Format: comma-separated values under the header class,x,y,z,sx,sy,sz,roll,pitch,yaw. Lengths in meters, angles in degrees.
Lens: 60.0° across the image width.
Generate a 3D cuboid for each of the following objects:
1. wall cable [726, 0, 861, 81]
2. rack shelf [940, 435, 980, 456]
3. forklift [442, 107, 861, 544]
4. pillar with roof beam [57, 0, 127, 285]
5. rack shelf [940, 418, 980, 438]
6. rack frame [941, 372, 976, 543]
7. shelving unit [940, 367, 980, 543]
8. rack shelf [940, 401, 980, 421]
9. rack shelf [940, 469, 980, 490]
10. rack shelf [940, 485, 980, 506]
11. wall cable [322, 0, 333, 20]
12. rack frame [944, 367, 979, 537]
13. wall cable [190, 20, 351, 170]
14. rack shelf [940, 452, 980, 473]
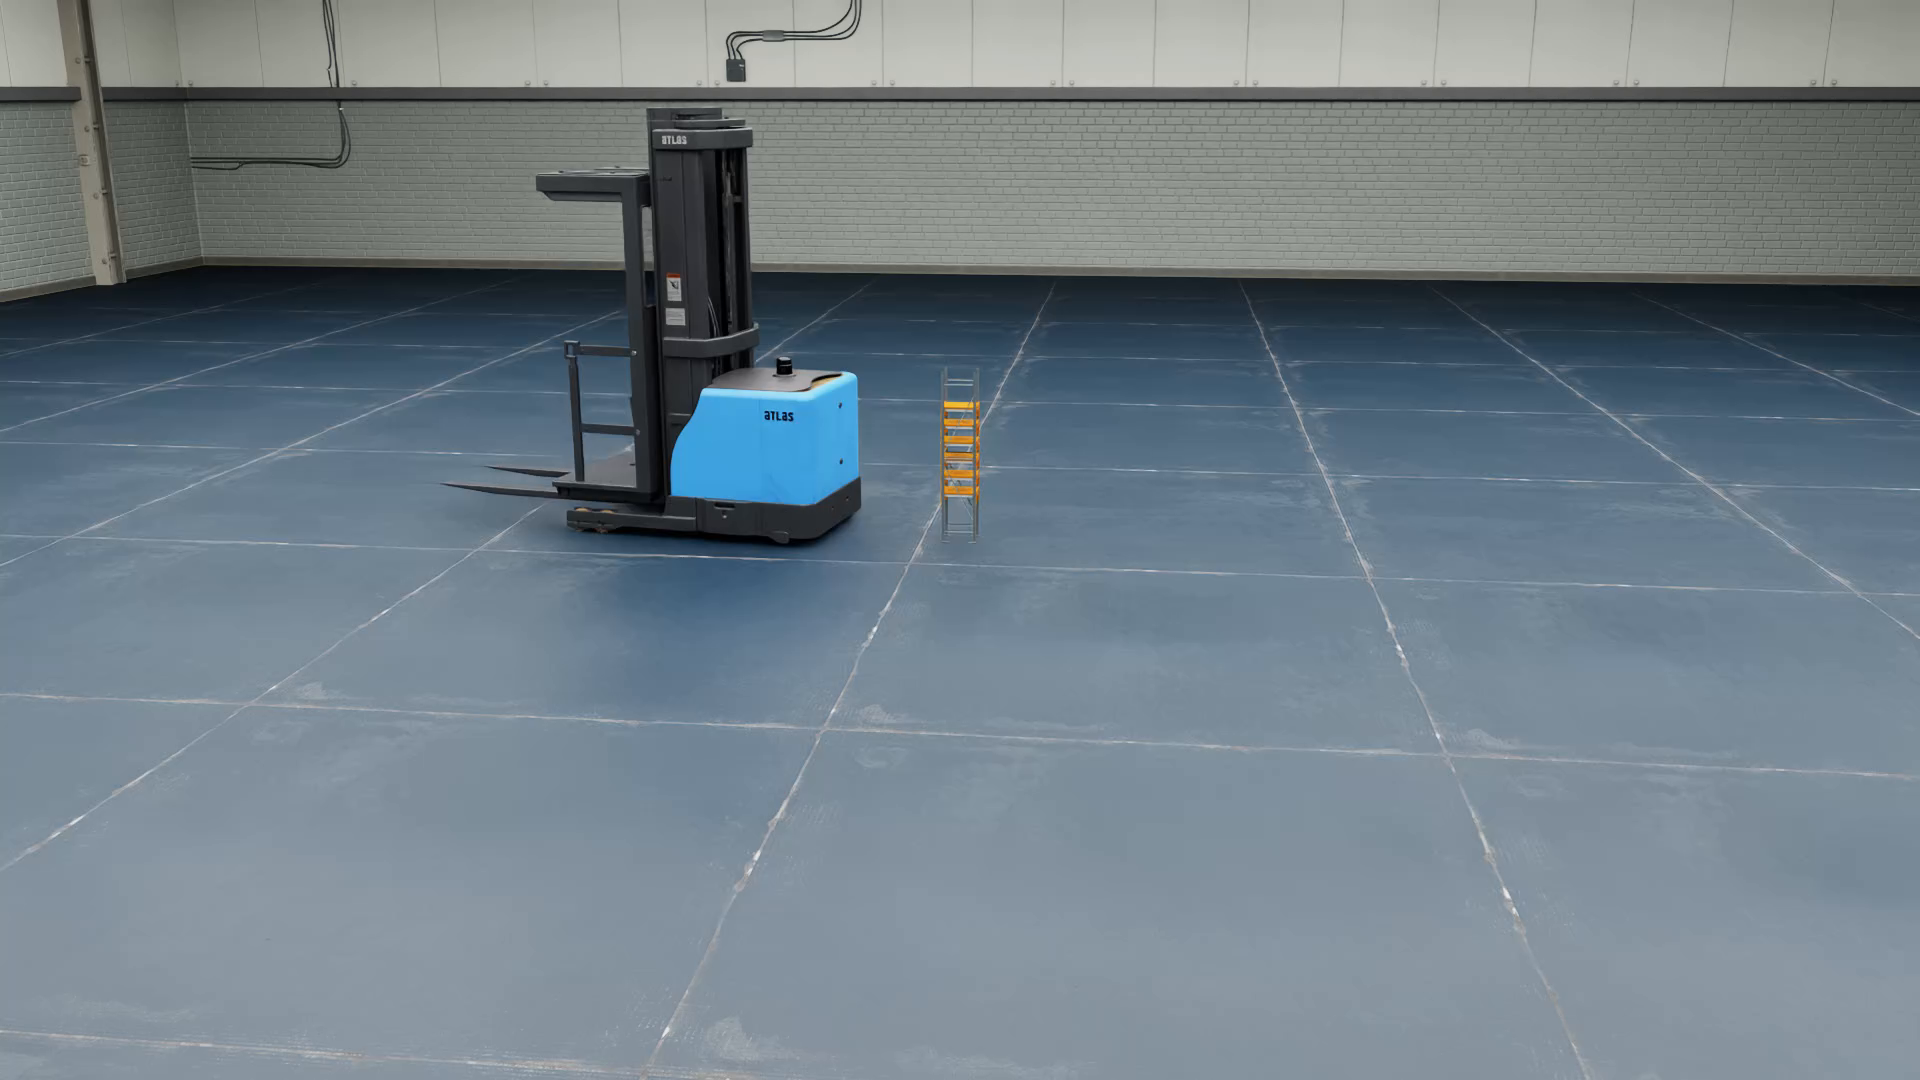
class,x,y,z,sx,sy,sz,roll,pitch,yaw
wall cable,-2.783,-10.613,27.155,2.305,6.003,0.169,2,15,6
rack shelf,0.002,-0.656,11.500,0.258,0.103,0.180,2,15,6
forklift,-2.304,-1.588,11.920,3.031,2.935,1.130,4,16,16
pillar with roof beam,-9.582,-8.403,25.497,9.100,9.000,0.400,2,15,6
rack shelf,0.002,-0.772,11.468,0.258,0.103,0.180,2,15,6
rack frame,-0.009,-0.559,11.432,0.240,1.200,0.006,2,15,6
shelving unit,0.002,-0.583,11.519,0.258,1.200,0.189,2,15,6
rack shelf,0.002,-0.888,11.437,0.258,0.103,0.180,2,15,6
rack shelf,0.002,-0.424,11.562,0.258,0.103,0.180,2,15,6
rack shelf,0.002,-0.308,11.594,0.258,0.103,0.180,2,15,6
wall cable,-9.525,-10.114,28.099,3.097,2.526,0.112,2,15,6
rack frame,0.012,-0.607,11.607,0.240,1.200,0.006,2,15,6
wall cable,-12.214,-7.756,29.053,3.097,2.526,0.112,2,15,6
rack shelf,0.002,-0.540,11.531,0.258,0.103,0.180,2,15,6
